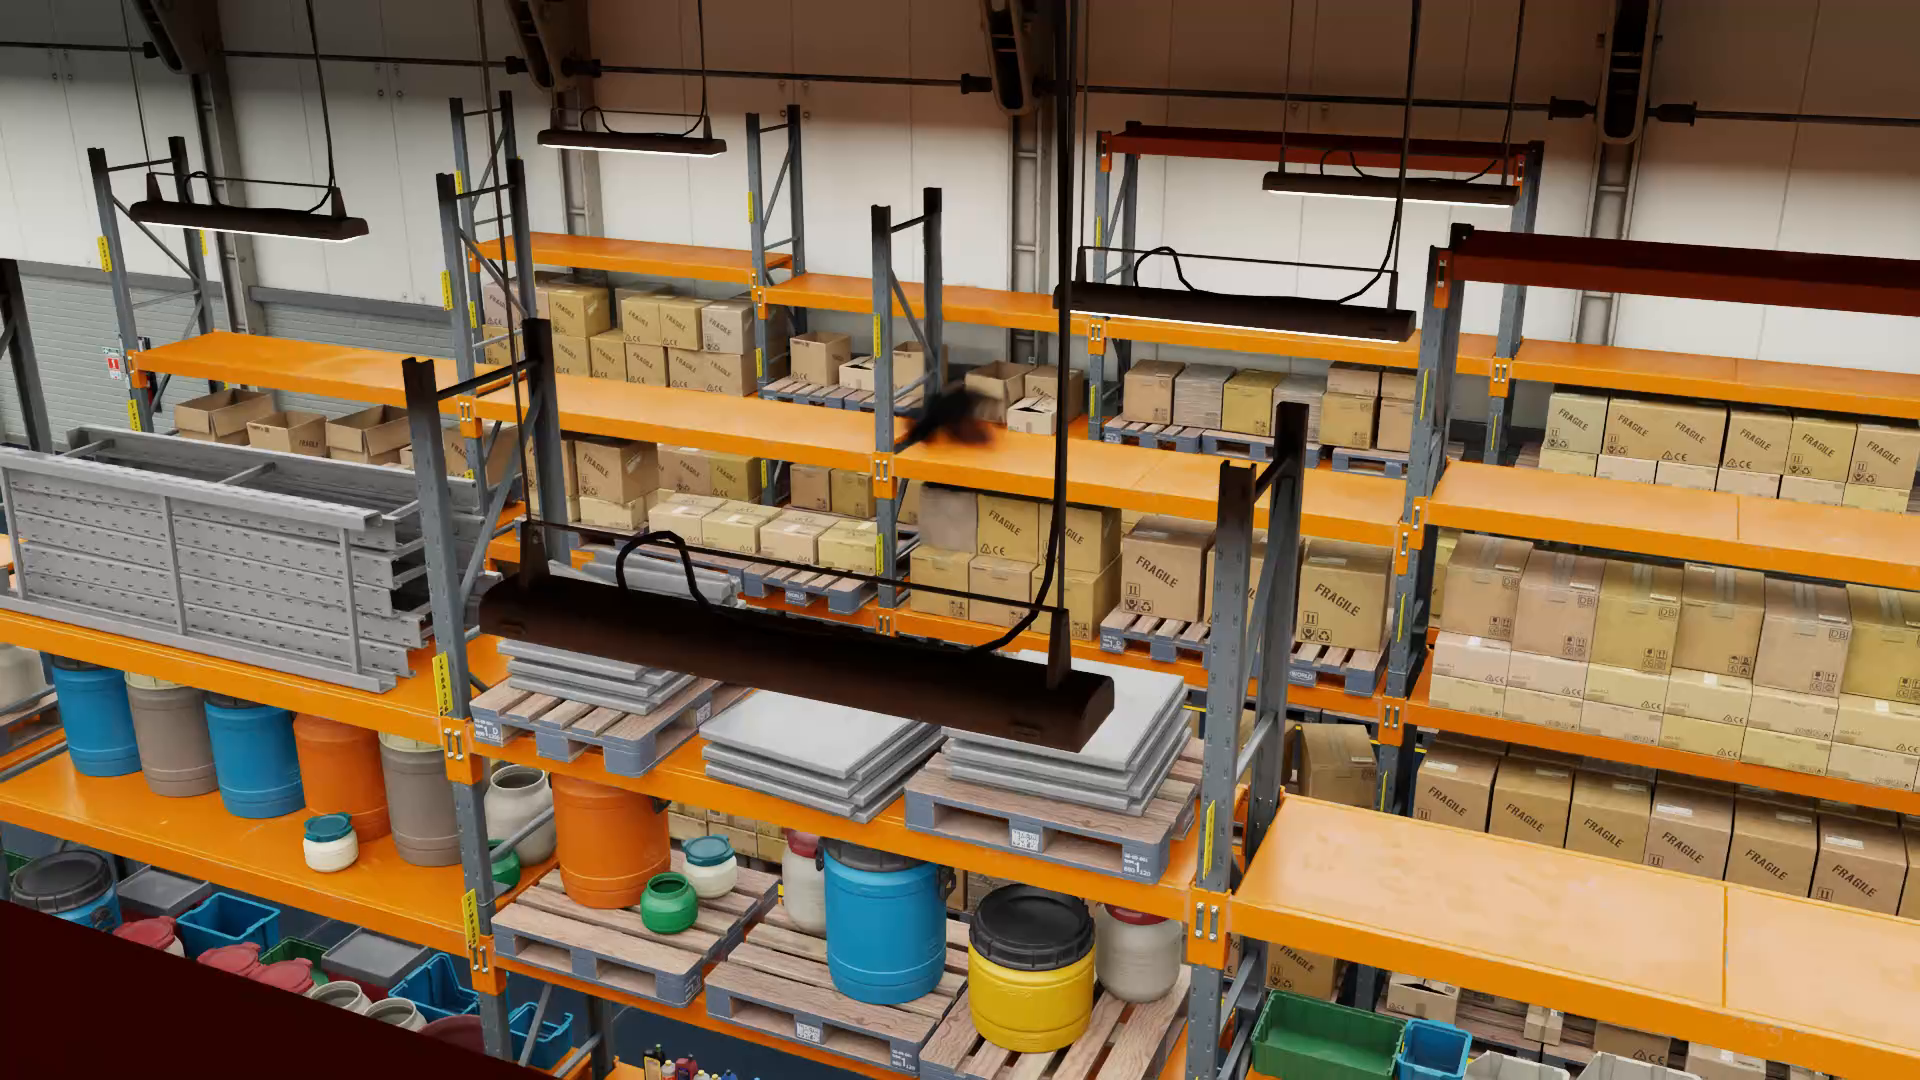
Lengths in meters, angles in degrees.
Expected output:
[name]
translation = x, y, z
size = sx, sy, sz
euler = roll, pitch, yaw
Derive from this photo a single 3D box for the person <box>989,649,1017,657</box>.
[person]
translation = 0.395, 1.412, 15.648
size = 0.624, 1.766, 0.681
euler = 7, 22, 18
